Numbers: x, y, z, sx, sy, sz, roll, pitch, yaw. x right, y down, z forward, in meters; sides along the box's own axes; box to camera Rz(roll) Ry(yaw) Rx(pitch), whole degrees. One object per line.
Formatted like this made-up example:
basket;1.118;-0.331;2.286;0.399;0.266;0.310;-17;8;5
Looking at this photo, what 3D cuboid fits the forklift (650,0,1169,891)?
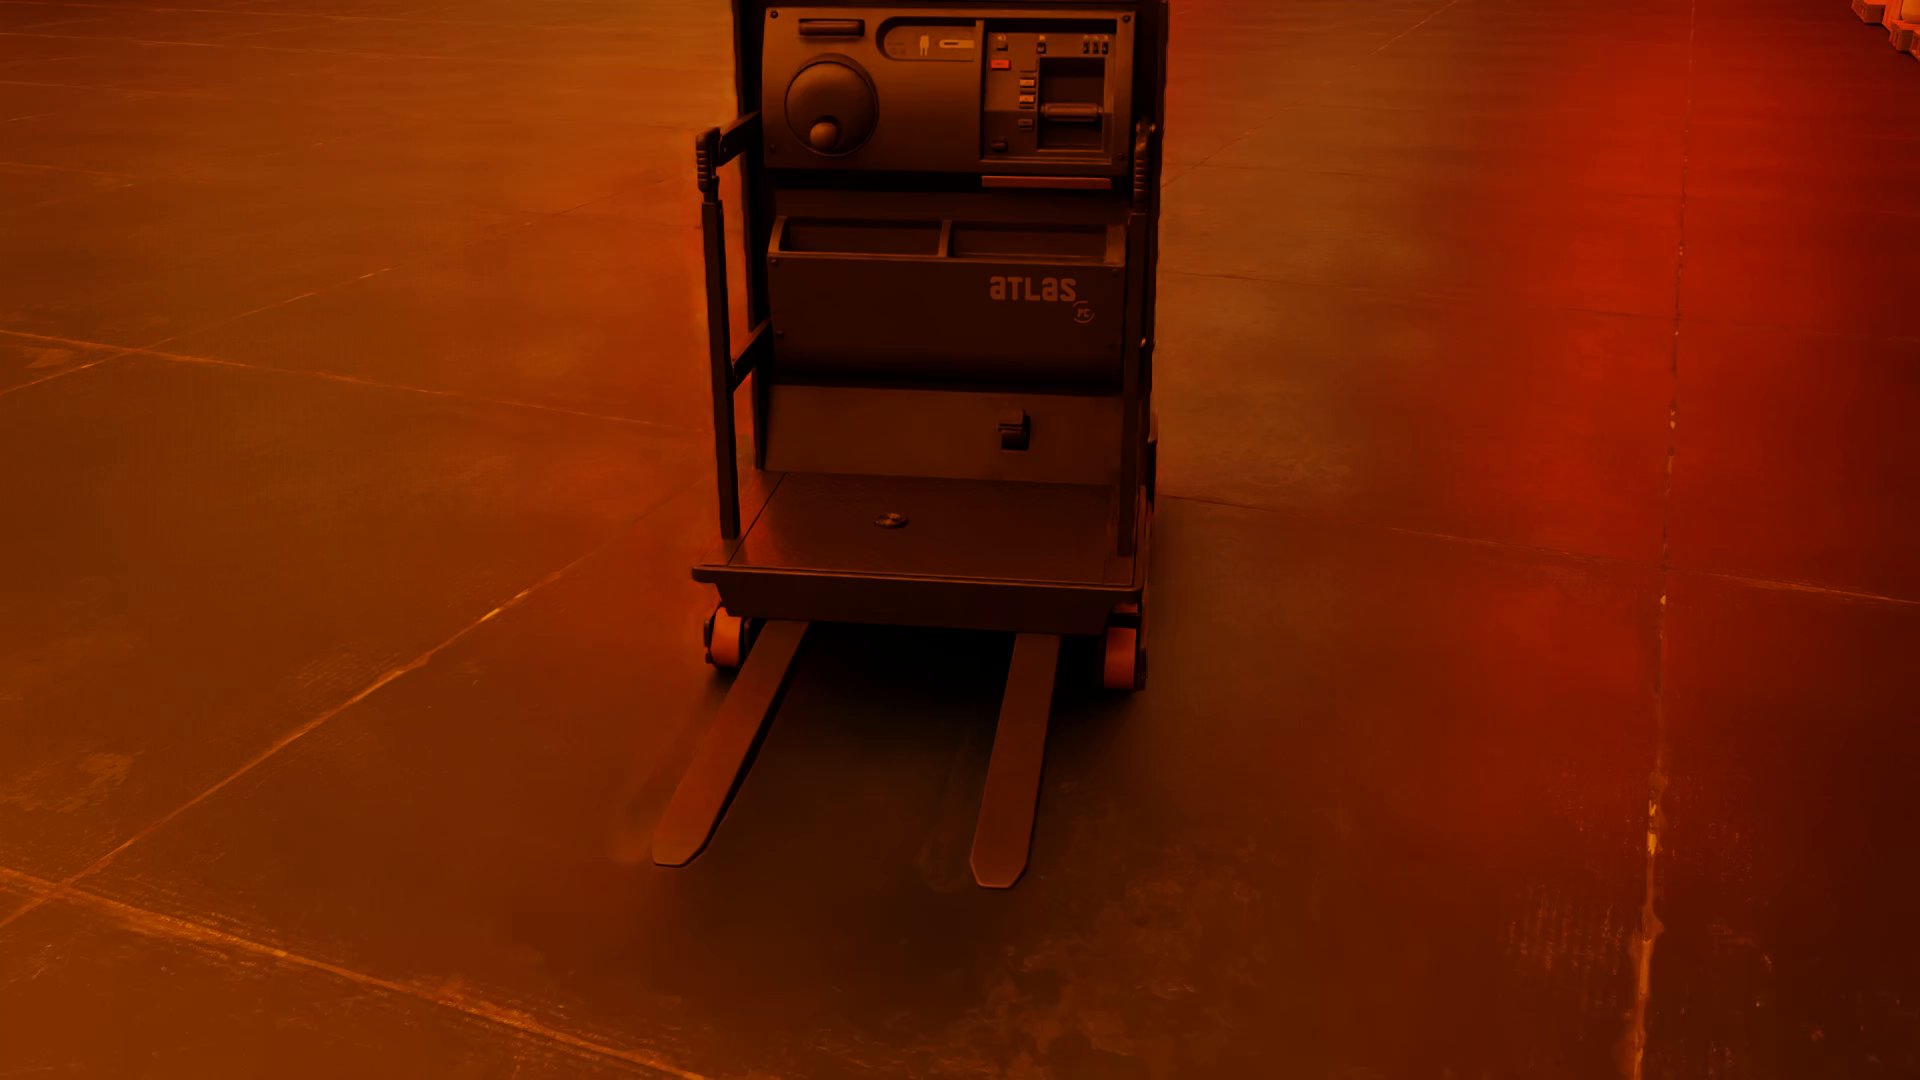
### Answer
forklift;-0.056;-1.112;3.952;1.130;2.935;3.031;3;23;6
